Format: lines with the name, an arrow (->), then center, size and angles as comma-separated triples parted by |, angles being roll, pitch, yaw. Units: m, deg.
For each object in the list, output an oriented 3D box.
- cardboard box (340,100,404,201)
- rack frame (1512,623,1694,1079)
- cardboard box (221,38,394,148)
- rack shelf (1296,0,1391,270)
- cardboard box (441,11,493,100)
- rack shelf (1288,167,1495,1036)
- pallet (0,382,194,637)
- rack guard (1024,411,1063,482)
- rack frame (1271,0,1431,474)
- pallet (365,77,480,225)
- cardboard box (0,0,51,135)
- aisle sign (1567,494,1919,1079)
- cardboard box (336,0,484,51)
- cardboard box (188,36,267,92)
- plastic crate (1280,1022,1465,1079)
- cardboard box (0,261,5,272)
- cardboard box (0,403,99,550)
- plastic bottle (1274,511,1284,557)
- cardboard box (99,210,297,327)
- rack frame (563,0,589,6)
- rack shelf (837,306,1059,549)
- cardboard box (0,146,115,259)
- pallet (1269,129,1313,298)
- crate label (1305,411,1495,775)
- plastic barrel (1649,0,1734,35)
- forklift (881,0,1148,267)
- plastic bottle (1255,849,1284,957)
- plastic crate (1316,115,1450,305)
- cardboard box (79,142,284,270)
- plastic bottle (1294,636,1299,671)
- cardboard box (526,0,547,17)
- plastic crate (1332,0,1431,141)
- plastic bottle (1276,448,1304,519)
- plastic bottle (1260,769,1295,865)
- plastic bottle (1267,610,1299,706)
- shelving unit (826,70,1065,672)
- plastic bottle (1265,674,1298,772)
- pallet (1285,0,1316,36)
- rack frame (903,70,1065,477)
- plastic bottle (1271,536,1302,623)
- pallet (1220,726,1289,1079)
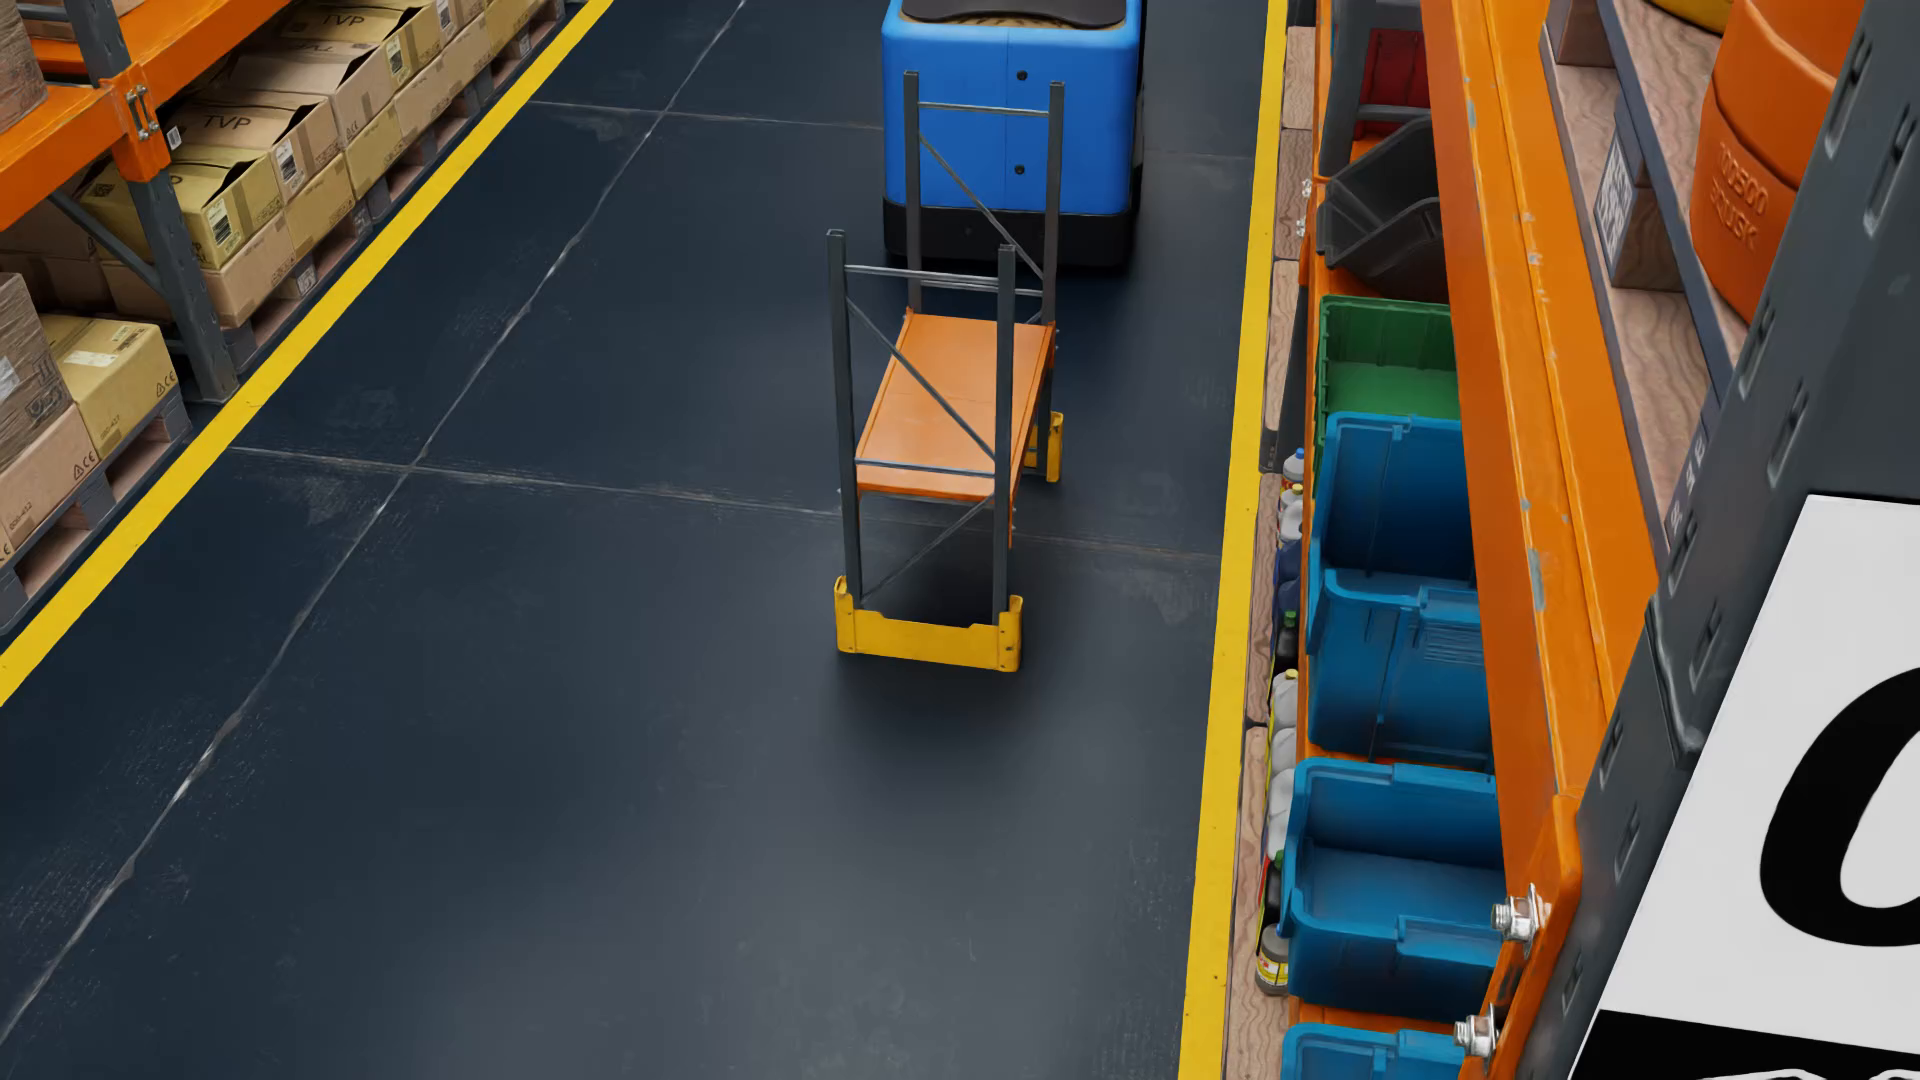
cardboard box -> -2.807, -1.738, 7.326 | 0.500, 0.250, 0.500 | 5, 40, 6
rack frame -> 0.888, 1.295, 1.830 | 1.000, 3.000, 0.127 | 6, 40, 8
cardboard box -> -2.801, -1.953, 7.146 | 0.500, 0.311, 0.500 | 5, 40, 6
rack shelf -> 1.926, -2.193, 6.613 | 1.077, 0.370, 4.000 | 6, 40, 8
cardboard box -> -2.632, -2.380, 8.103 | 0.500, 0.250, 0.500 | 7, 40, 9
rack shelf -> 1.234, 0.317, 3.577 | 1.077, 0.370, 4.000 | 6, 40, 8
pallet -> -3.477, -0.195, 5.820 | 1.003, 0.211, 1.213 | 6, 40, 8
rack guard -> 0.073, -0.361, 5.991 | 0.587, 0.250, 0.087 | 6, 40, 8
rack frame -> 1.580, -1.215, 4.866 | 1.000, 3.000, 0.127 | 6, 40, 8
pallet -> -3.000, -1.924, 7.911 | 1.003, 0.211, 1.213 | 6, 40, 8
cardboard box -> -3.368, -1.523, 5.160 | 0.700, 0.500, 0.500 | 5, 40, 7
aisle sign -> 0.583, 0.305, 0.986 | 0.394, 0.787, 0.004 | 6, 40, 8
cardboard box -> -2.627, -2.593, 7.921 | 0.500, 0.311, 0.500 | 6, 40, 7
cardboard box -> -3.337, -2.008, 7.213 | 0.500, 0.311, 0.500 | 6, 40, 8
plastic crate -> 0.680, 1.005, 2.297 | 0.499, 0.251, 0.616 | 6, 40, 8
cardboard box -> -3.686, -0.899, 5.723 | 0.500, 0.500, 0.500 | 6, 40, 8
cardboard box -> -3.259, -0.238, 5.512 | 0.500, 0.250, 0.500 | 6, 40, 8
plastic bottle -> 1.058, -0.027, 5.280 | 0.097, 0.201, 0.097 | 0, 40, 0
cardboard box -> -2.984, -1.092, 6.545 | 0.500, 0.250, 0.500 | 5, 40, 7
rack frame -> -2.606, -4.274, 8.566 | 1.000, 3.000, 0.127 | 6, 40, 8
rack shelf -> -0.015, -0.386, 5.322 | 0.538, 0.185, 1.000 | 6, 40, 8
cardboard box -> -3.510, -1.368, 6.439 | 0.500, 0.311, 0.500 | 6, 40, 8
pallet -> 1.887, -1.406, 7.285 | 1.003, 0.211, 1.213 | 6, 40, 8
crate label -> 0.940, 0.096, 3.252 | 0.502, 0.435, 0.616 | 6, 40, 8
plastic barrel -> 0.960, -0.825, 1.562 | 0.600, 0.588, 0.600 | 0, 40, 0
forklift -> 0.343, -3.218, 7.342 | 1.130, 2.935, 3.031 | 4, 40, 5
plastic bottle -> 0.776, 0.896, 4.099 | 0.061, 0.283, 0.133 | 7, 40, 9
plastic crate -> 1.364, -0.877, 4.505 | 0.767, 0.338, 0.504 | 6, 40, 8
cardboard box -> -2.981, -1.314, 6.374 | 0.500, 0.311, 0.500 | 7, 40, 8
plastic bottle -> 1.011, 0.342, 4.778 | 0.097, 0.271, 0.097 | 0, 40, 0
cardboard box -> -2.456, -3.019, 8.876 | 0.500, 0.250, 0.500 | 7, 40, 9
plastic crate -> 1.363, -1.578, 5.254 | 0.402, 0.464, 0.583 | 6, 40, 8
plastic bottle -> 1.093, -0.182, 5.412 | 0.097, 0.271, 0.097 | 0, 40, 0
plastic bottle -> 0.869, 0.732, 4.303 | 0.152, 0.276, 0.135 | 5, 40, 6
plastic bottle -> 0.930, 0.340, 4.771 | 0.061, 0.283, 0.133 | 8, 40, 10
shelving unit -> -0.013, -0.530, 5.214 | 0.587, 1.500, 1.083 | 6, 40, 8
plastic bottle -> 0.926, 0.482, 4.547 | 0.144, 0.351, 0.185 | 6, 40, 7
pallet -> 2.368, -3.150, 9.395 | 1.003, 0.211, 1.213 | 6, 40, 8
rack frame -> 0.073, -0.844, 5.593 | 0.500, 1.500, 0.032 | 6, 40, 8
plastic bottle -> 1.032, 0.097, 5.013 | 0.144, 0.351, 0.185 | 7, 40, 9
pallet -> 1.214, 1.044, 4.322 | 1.003, 0.211, 1.213 | 6, 40, 8
